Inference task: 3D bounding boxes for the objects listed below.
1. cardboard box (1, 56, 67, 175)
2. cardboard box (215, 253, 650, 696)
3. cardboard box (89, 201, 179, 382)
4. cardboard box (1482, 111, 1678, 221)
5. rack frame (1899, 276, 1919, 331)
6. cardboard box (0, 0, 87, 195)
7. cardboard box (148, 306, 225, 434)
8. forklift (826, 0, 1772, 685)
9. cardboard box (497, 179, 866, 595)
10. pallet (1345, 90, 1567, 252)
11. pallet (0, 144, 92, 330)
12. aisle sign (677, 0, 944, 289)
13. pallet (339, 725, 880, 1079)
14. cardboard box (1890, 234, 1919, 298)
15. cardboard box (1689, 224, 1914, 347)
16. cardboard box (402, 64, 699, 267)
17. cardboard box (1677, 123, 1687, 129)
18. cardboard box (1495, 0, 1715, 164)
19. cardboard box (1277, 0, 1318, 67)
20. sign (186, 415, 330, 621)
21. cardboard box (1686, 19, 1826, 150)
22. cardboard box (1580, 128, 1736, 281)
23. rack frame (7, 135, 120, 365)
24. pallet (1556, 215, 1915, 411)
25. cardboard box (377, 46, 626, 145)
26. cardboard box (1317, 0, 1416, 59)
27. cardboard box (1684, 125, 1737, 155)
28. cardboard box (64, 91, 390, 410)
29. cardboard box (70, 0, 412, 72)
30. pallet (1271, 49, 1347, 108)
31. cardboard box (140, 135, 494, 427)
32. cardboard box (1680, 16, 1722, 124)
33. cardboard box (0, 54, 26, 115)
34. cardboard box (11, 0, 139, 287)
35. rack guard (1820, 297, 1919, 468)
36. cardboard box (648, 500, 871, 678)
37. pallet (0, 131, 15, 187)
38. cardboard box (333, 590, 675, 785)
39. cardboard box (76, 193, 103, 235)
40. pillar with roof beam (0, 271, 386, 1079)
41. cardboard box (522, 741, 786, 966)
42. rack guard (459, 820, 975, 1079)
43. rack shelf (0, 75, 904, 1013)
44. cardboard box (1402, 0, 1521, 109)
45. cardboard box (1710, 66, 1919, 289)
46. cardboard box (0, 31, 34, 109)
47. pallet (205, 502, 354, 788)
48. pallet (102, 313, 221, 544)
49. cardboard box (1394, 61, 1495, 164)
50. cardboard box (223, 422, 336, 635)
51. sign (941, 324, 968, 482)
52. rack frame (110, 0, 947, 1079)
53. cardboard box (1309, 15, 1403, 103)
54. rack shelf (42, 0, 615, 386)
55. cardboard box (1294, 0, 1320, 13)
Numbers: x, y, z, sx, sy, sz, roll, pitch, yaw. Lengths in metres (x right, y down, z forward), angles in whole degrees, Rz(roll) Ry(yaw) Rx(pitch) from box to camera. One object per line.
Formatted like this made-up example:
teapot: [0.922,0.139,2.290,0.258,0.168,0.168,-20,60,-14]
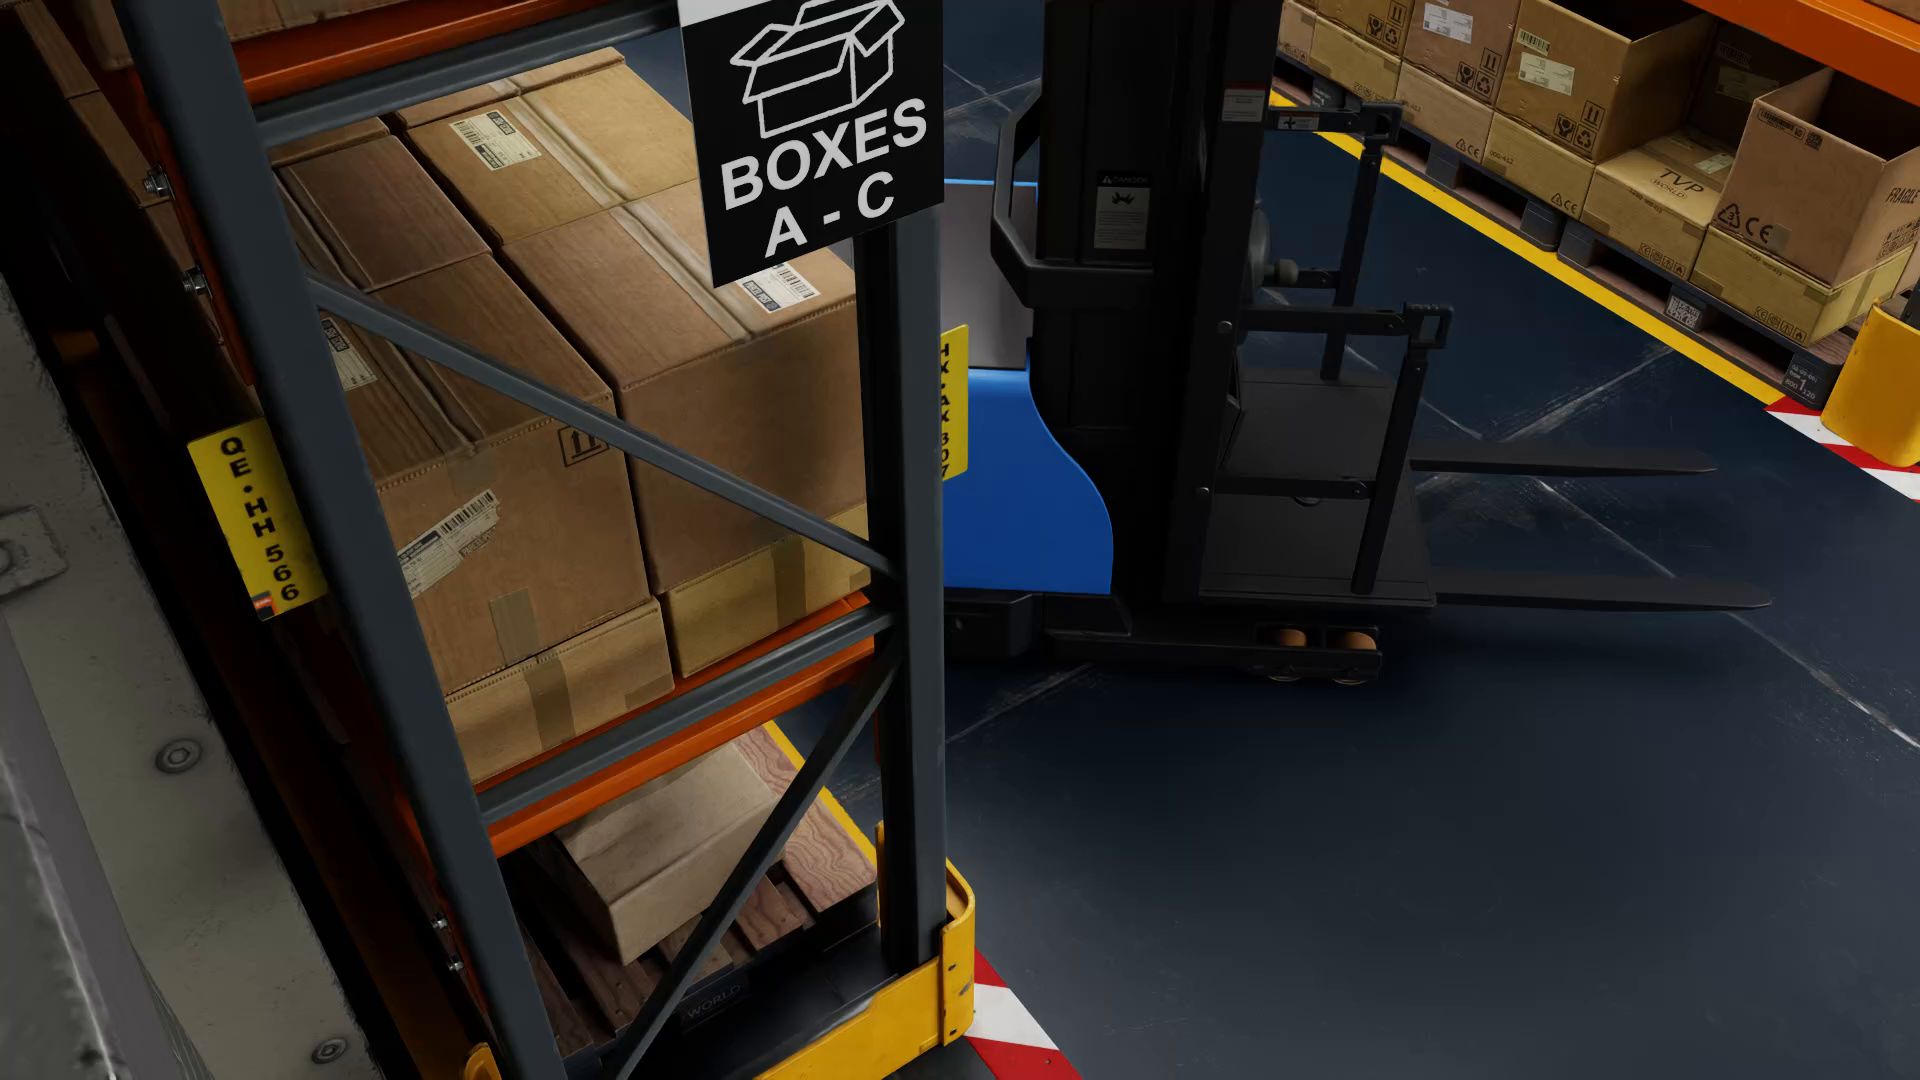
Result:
cardboard box: [-2.366,-1.284,4.722,0.500,0.250,0.500,-27,50,-26]
cardboard box: [-0.917,-0.106,2.945,0.500,0.500,0.500,-26,50,-25]
cardboard box: [-1.788,-0.698,4.108,0.500,0.250,0.500,-25,49,-24]
cardboard box: [2.455,-1.563,6.607,0.500,0.250,0.500,-26,49,-24]
rack frame: [3.587,-1.658,5.019,1.000,3.000,0.127,-26,49,-24]
cardboard box: [-2.091,-1.261,4.154,0.500,0.500,0.500,-24,49,-23]
cardboard box: [-1.497,-0.413,3.809,0.500,0.250,0.500,-26,49,-25]
forklift: [0.922,-1.008,4.388,3.031,2.935,1.130,3,44,3]
cardboard box: [-0.500,-0.312,3.160,0.500,0.500,0.500,-26,49,-24]
pallet: [2.422,-1.756,7.141,1.003,0.211,1.213,-26,49,-24]
pallet: [-3.208,-1.396,6.764,1.003,0.211,1.213,-26,49,-24]
aisle sign: [-0.186,-0.717,2.151,0.394,0.787,0.004,-26,49,-24]
pallet: [-0.953,0.793,4.471,1.003,0.211,1.213,-26,49,-24]
cardboard box: [3.463,-1.207,6.234,0.500,0.250,0.500,-26,49,-24]
cardboard box: [3.038,-1.002,6.019,0.500,0.250,0.500,-26,49,-24]
cardboard box: [-0.775,-0.596,3.458,0.500,0.500,0.500,-26,49,-24]
cardboard box: [2.888,-1.772,6.825,0.500,0.250,0.500,-26,49,-24]
cardboard box: [2.452,-1.833,6.347,0.500,0.500,0.500,-26,49,-24]
cardboard box: [1.598,-2.413,7.497,0.500,0.250,0.500,-26,49,-24]
sign: [-0.940,-0.024,2.240,0.100,0.325,0.005,-26,49,-24]
cardboard box: [3.175,-1.760,6.270,0.500,0.500,0.500,-26,49,-24]
cardboard box: [2.742,-1.280,6.311,0.500,0.250,0.500,-26,49,-24]
rack frame: [-2.762,-1.964,5.340,1.000,3.000,0.127,-26,49,-24]
pallet: [3.116,-1.066,6.418,1.003,0.211,1.213,-26,49,-24]
cardboard box: [-1.065,-0.891,3.767,0.500,0.500,0.500,-27,50,-26]
cardboard box: [1.880,-2.399,6.940,0.500,0.500,0.500,-26,49,-24]
cardboard box: [3.174,-1.488,6.529,0.500,0.250,0.500,-26,49,-24]
cardboard box: [-1.497,-0.686,3.552,0.500,0.500,0.500,-27,50,-25]
cardboard box: [-0.920,-0.963,2.032,0.500,0.500,0.500,-22,48,-22]
pallet: [1.720,-2.448,7.866,1.003,0.211,1.213,-26,49,-24]
cardboard box: [-1.197,-0.395,3.247,0.500,0.500,0.500,-25,49,-24]
cardboard box: [2.879,-2.038,6.562,0.500,0.500,0.500,-26,49,-24]
cardboard box: [-2.669,-1.566,5.017,0.500,0.250,0.500,-25,49,-24]
cardboard box: [-1.785,-0.971,3.851,0.500,0.500,0.500,-25,49,-24]
rack guard: [3.601,-0.740,5.868,1.175,0.500,0.348,-26,49,-24]
cardboard box: [-0.492,-0.054,3.433,0.500,0.250,0.500,-27,50,-26]
pallet: [-3.910,-2.087,7.489,1.003,0.211,1.213,-26,49,-24]
cardboard box: [-0.900,0.160,3.209,0.500,0.250,0.500,-25,49,-24]
cardboard box: [-2.062,-0.992,4.415,0.500,0.250,0.500,-27,50,-25]
pillar with roof beam: [1.948,-3.624,2.734,9.100,9.000,0.400,-26,49,-24]
cardboard box: [-0.795,0.687,4.191,0.500,0.311,0.500,-31,52,-29]
rack guard: [-0.517,1.162,3.875,1.175,0.500,0.348,-26,49,-24]
rack shelf: [-1.618,-0.571,4.402,1.077,0.370,4.000,-26,49,-24]
cardboard box: [2.167,-2.117,6.644,0.500,0.500,0.500,-26,49,-24]
cardboard box: [3.037,-1.272,5.759,0.500,0.500,0.500,-26,49,-24]
cardboard box: [-2.371,-1.545,4.452,0.500,0.500,0.500,-26,49,-25]
pallet: [-1.647,0.102,5.195,1.003,0.211,1.213,-26,49,-24]
pallet: [-2.349,-0.589,5.919,1.003,0.211,1.213,-26,49,-24]
cardboard box: [2.170,-1.847,6.904,0.500,0.250,0.500,-26,49,-24]
cardboard box: [-1.205,-0.130,3.513,0.500,0.250,0.500,-24,49,-23]
sign: [-0.029,-0.226,2.893,0.100,0.325,0.005,-26,49,-24]
rack frame: [-0.473,0.301,2.967,1.000,3.000,0.127,-26,49,-24]
cardboard box: [1.879,-2.128,7.198,0.500,0.250,0.500,-26,49,-24]
rack shelf: [-1.618,-1.656,3.366,1.077,0.370,4.000,-26,49,-24]
cardboard box: [1.600,-2.685,7.239,0.500,0.500,0.500,-26,49,-24]
